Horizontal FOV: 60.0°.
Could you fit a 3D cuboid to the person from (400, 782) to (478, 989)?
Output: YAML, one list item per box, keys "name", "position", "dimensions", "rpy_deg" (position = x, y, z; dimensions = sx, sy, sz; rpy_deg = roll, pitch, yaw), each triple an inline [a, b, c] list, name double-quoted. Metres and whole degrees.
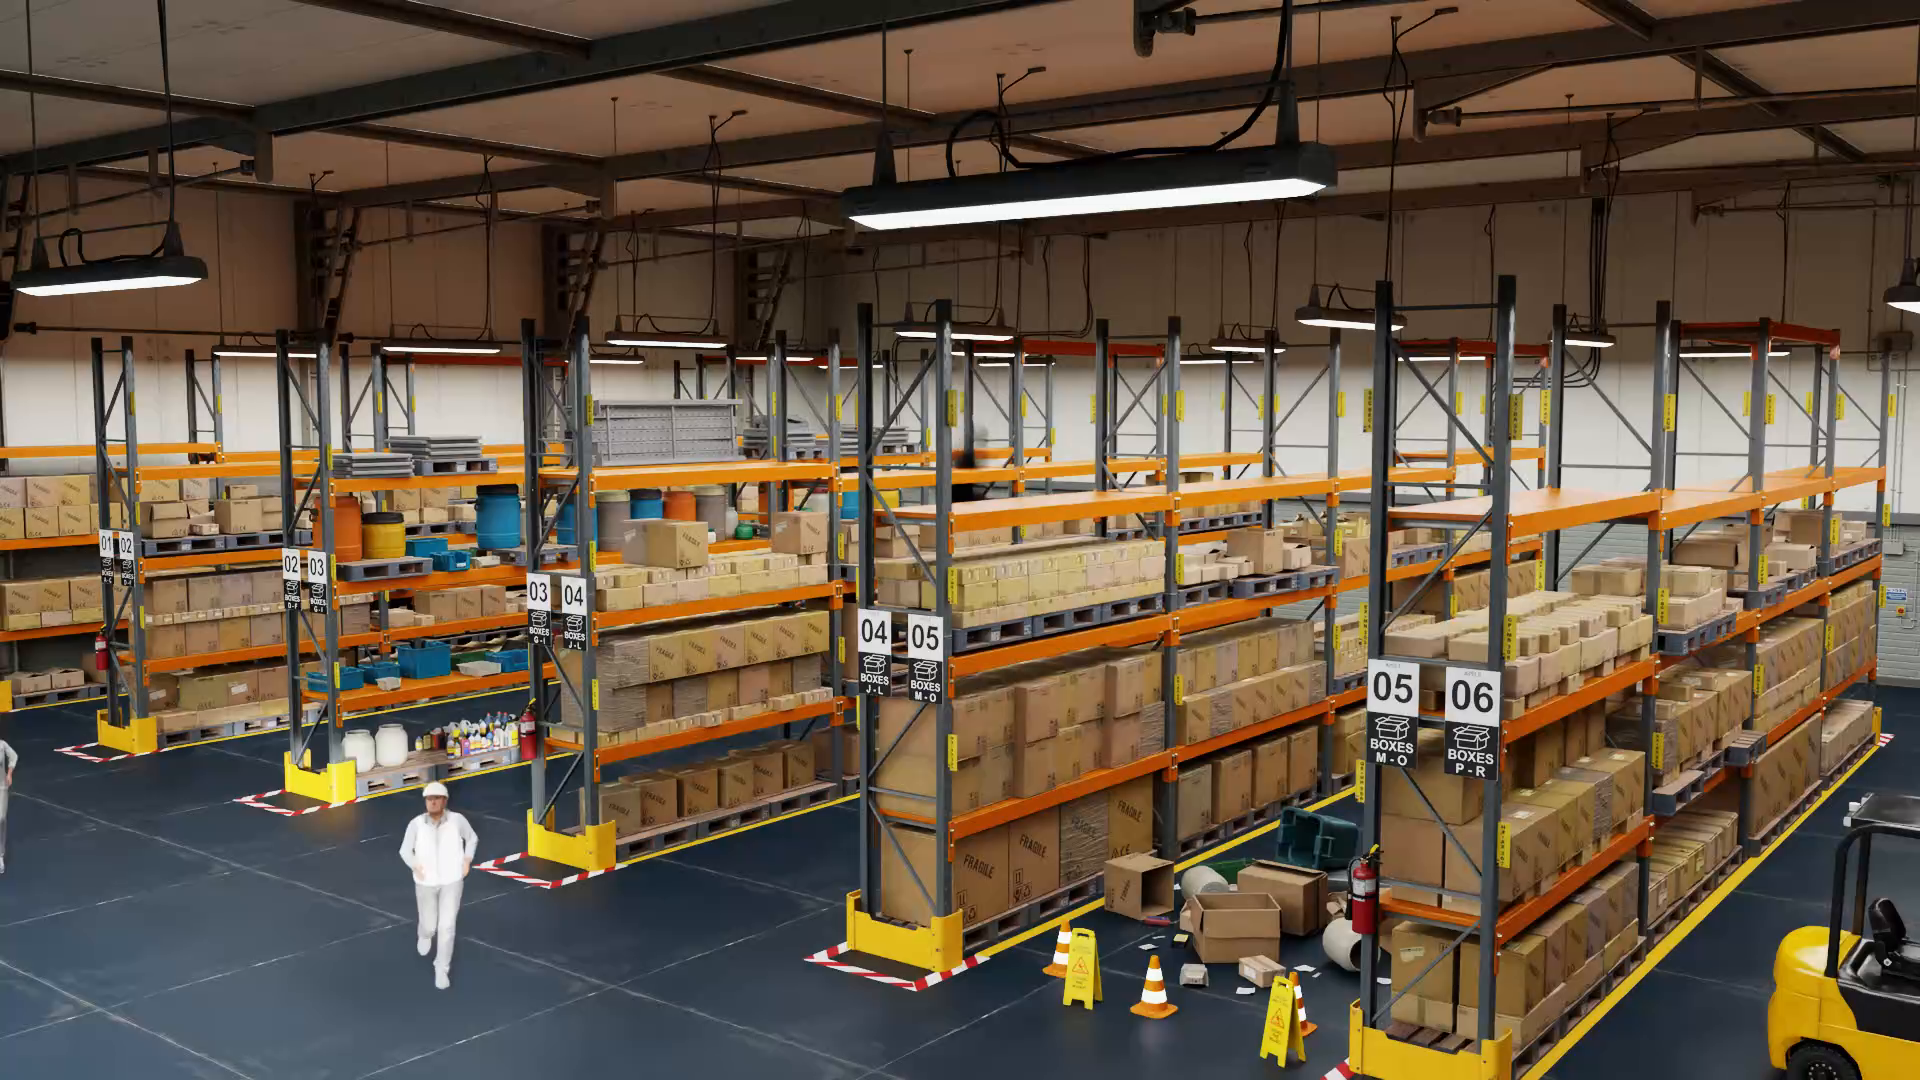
- name: "person"
  position: [-4.631, 3.016, 14.816]
  dimensions: [0.669, 1.769, 0.821]
  rpy_deg: [-1, 5, -16]

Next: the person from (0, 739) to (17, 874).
- name: "person"
  position: [-10.578, 2.777, 18.144]
  dimensions: [0.516, 1.629, 0.702]
  rpy_deg: [-2, 6, -26]
